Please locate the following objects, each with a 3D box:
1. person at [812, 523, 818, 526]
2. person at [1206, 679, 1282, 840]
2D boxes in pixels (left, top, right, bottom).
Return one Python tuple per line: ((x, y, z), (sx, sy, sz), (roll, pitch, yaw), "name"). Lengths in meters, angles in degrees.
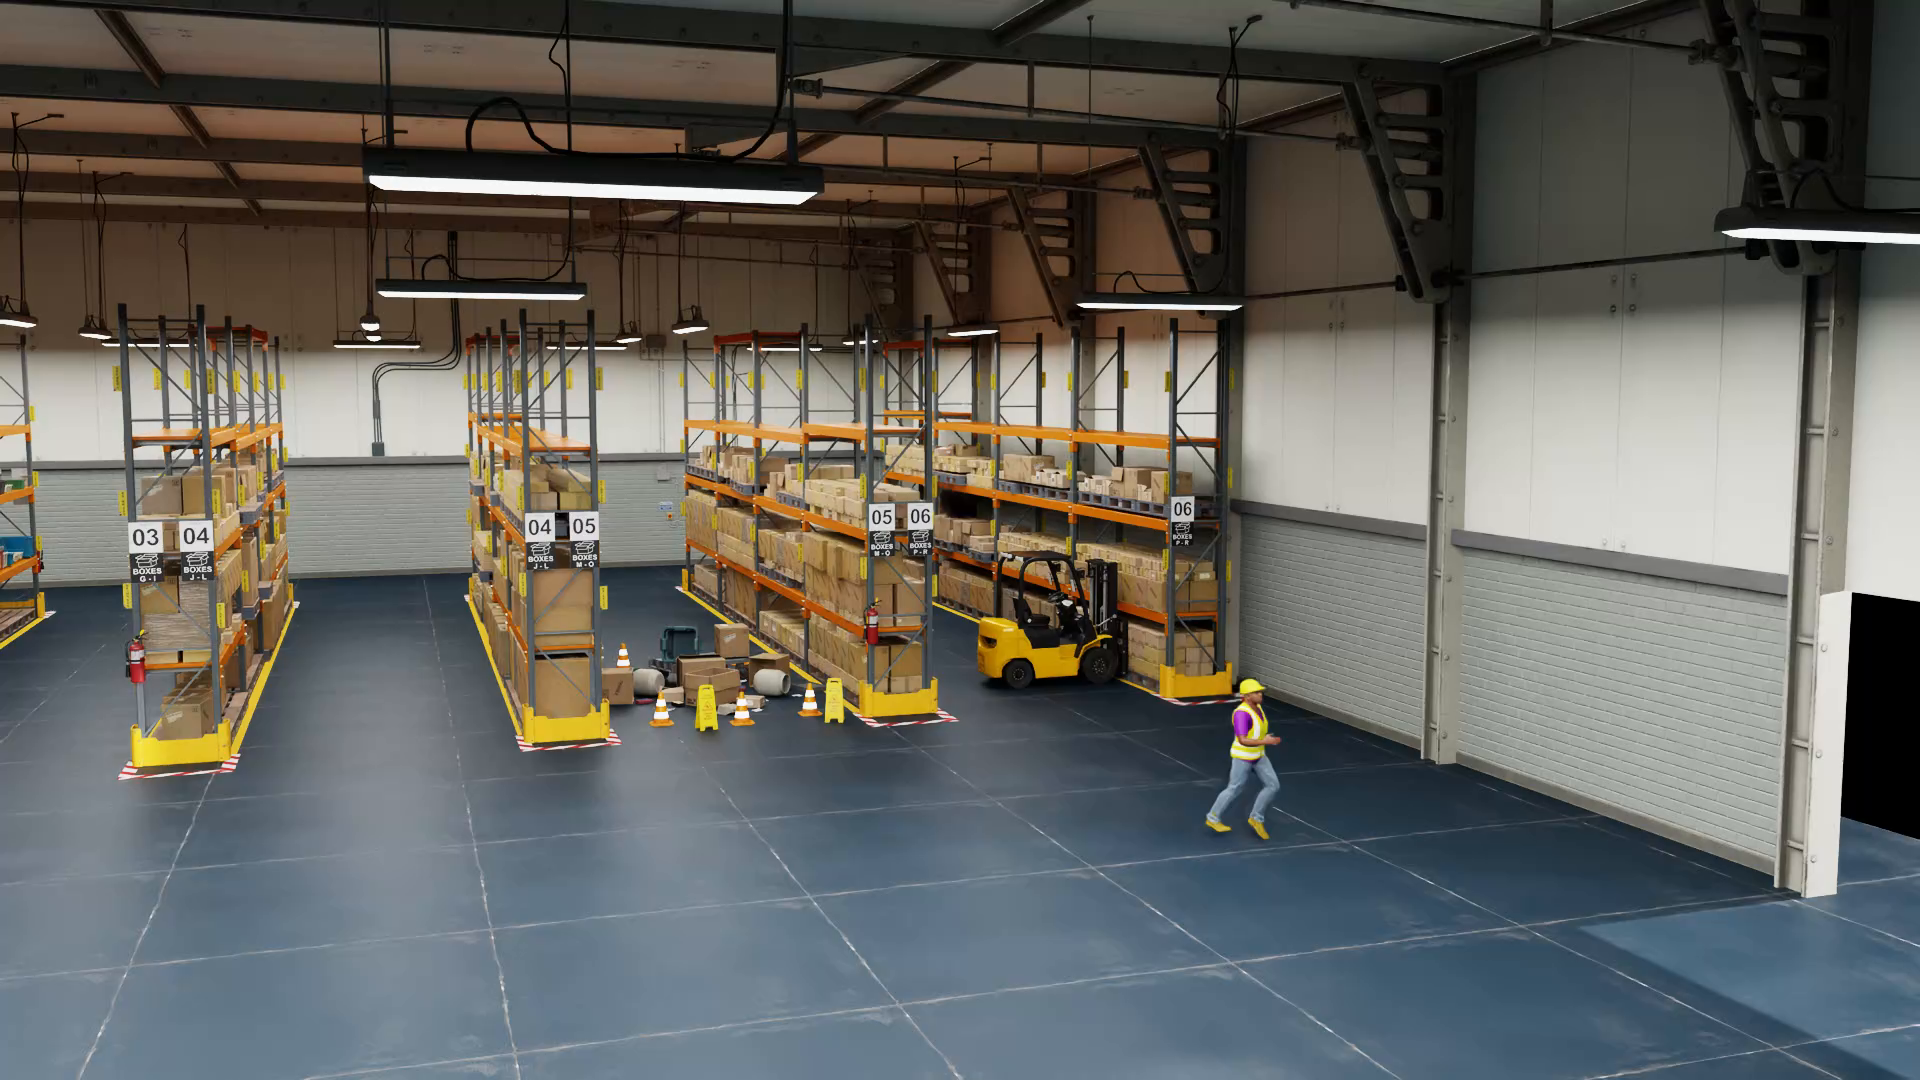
((-3.158, 0.506, 35.973), (0.571, 1.763, 0.714), (-2, 6, -22), "person")
((3.161, 2.402, 18.250), (0.864, 1.794, 0.705), (4, 7, 37), "person")
